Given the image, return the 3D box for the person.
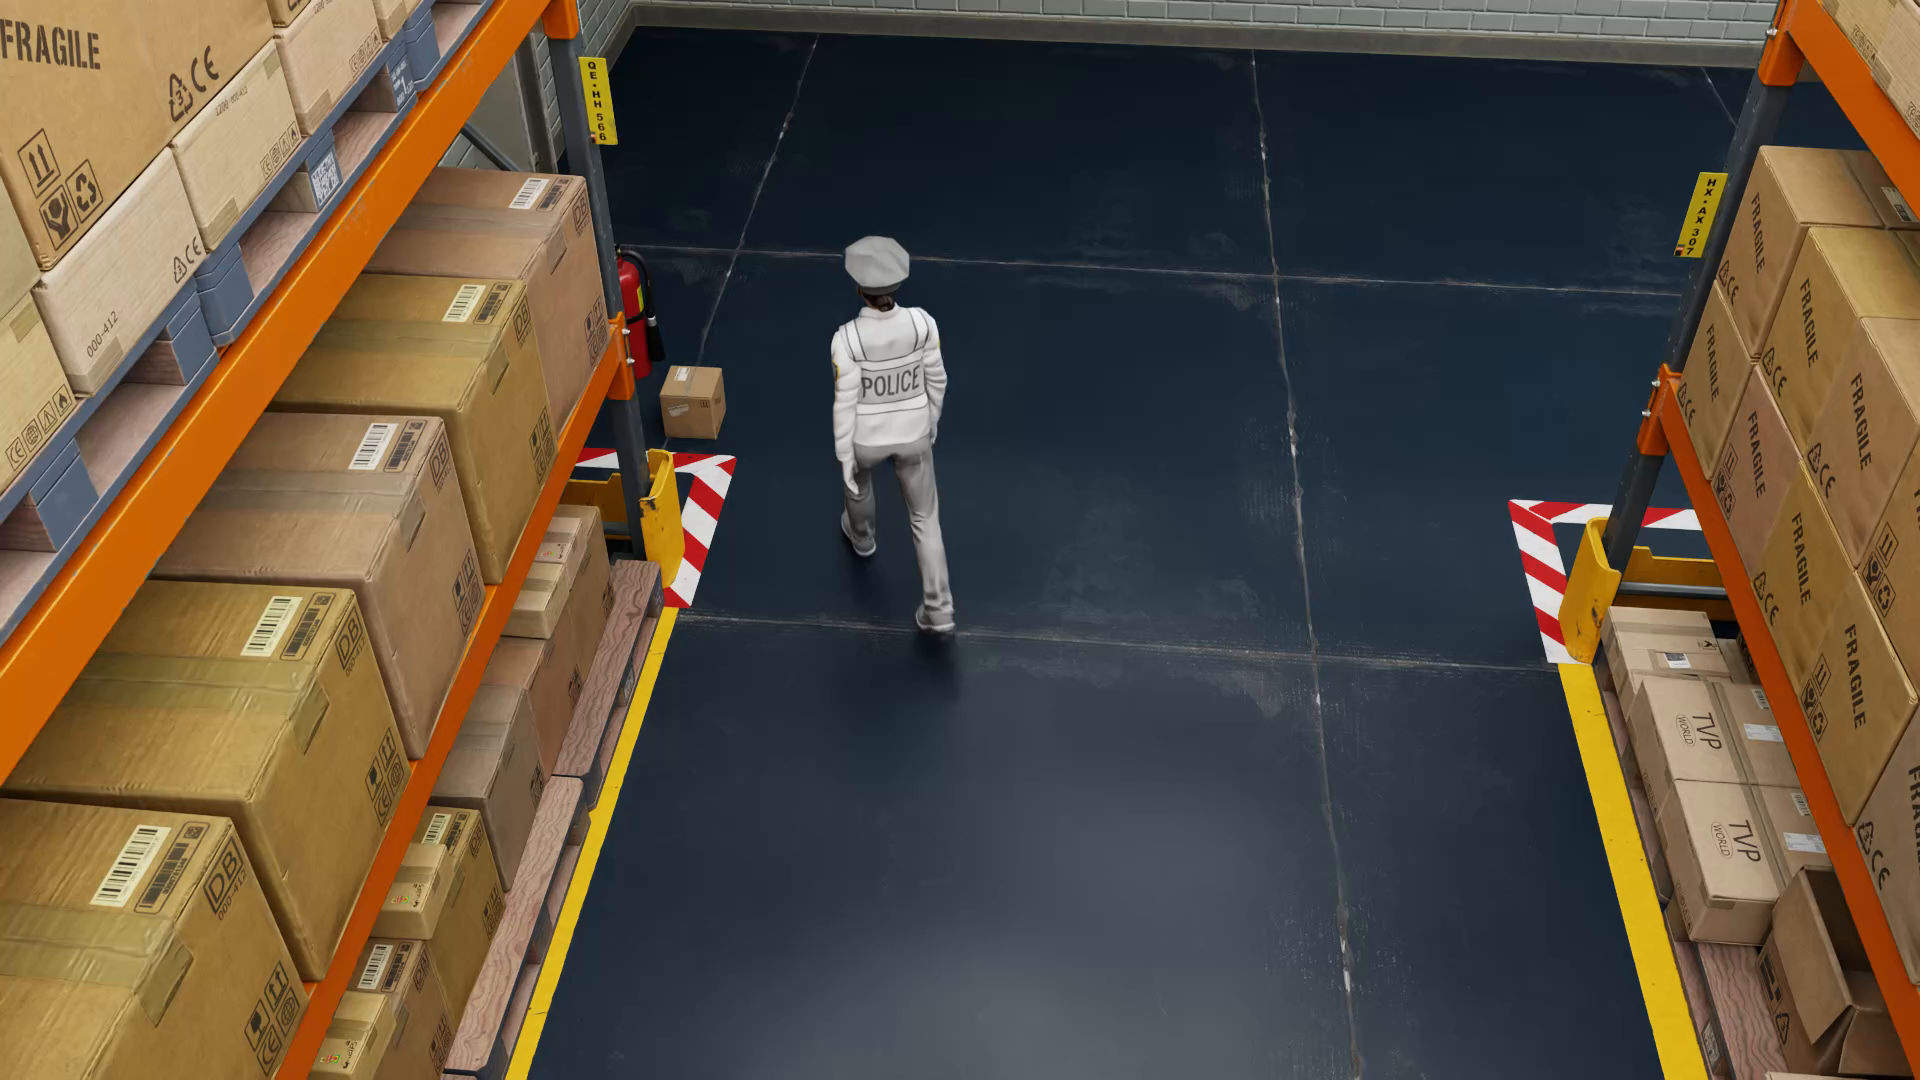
[{"bbox_3d":[-0.271,-0.417,6.650,0.487,1.626,1.022,-10,41,-12],"label":"person"}]
